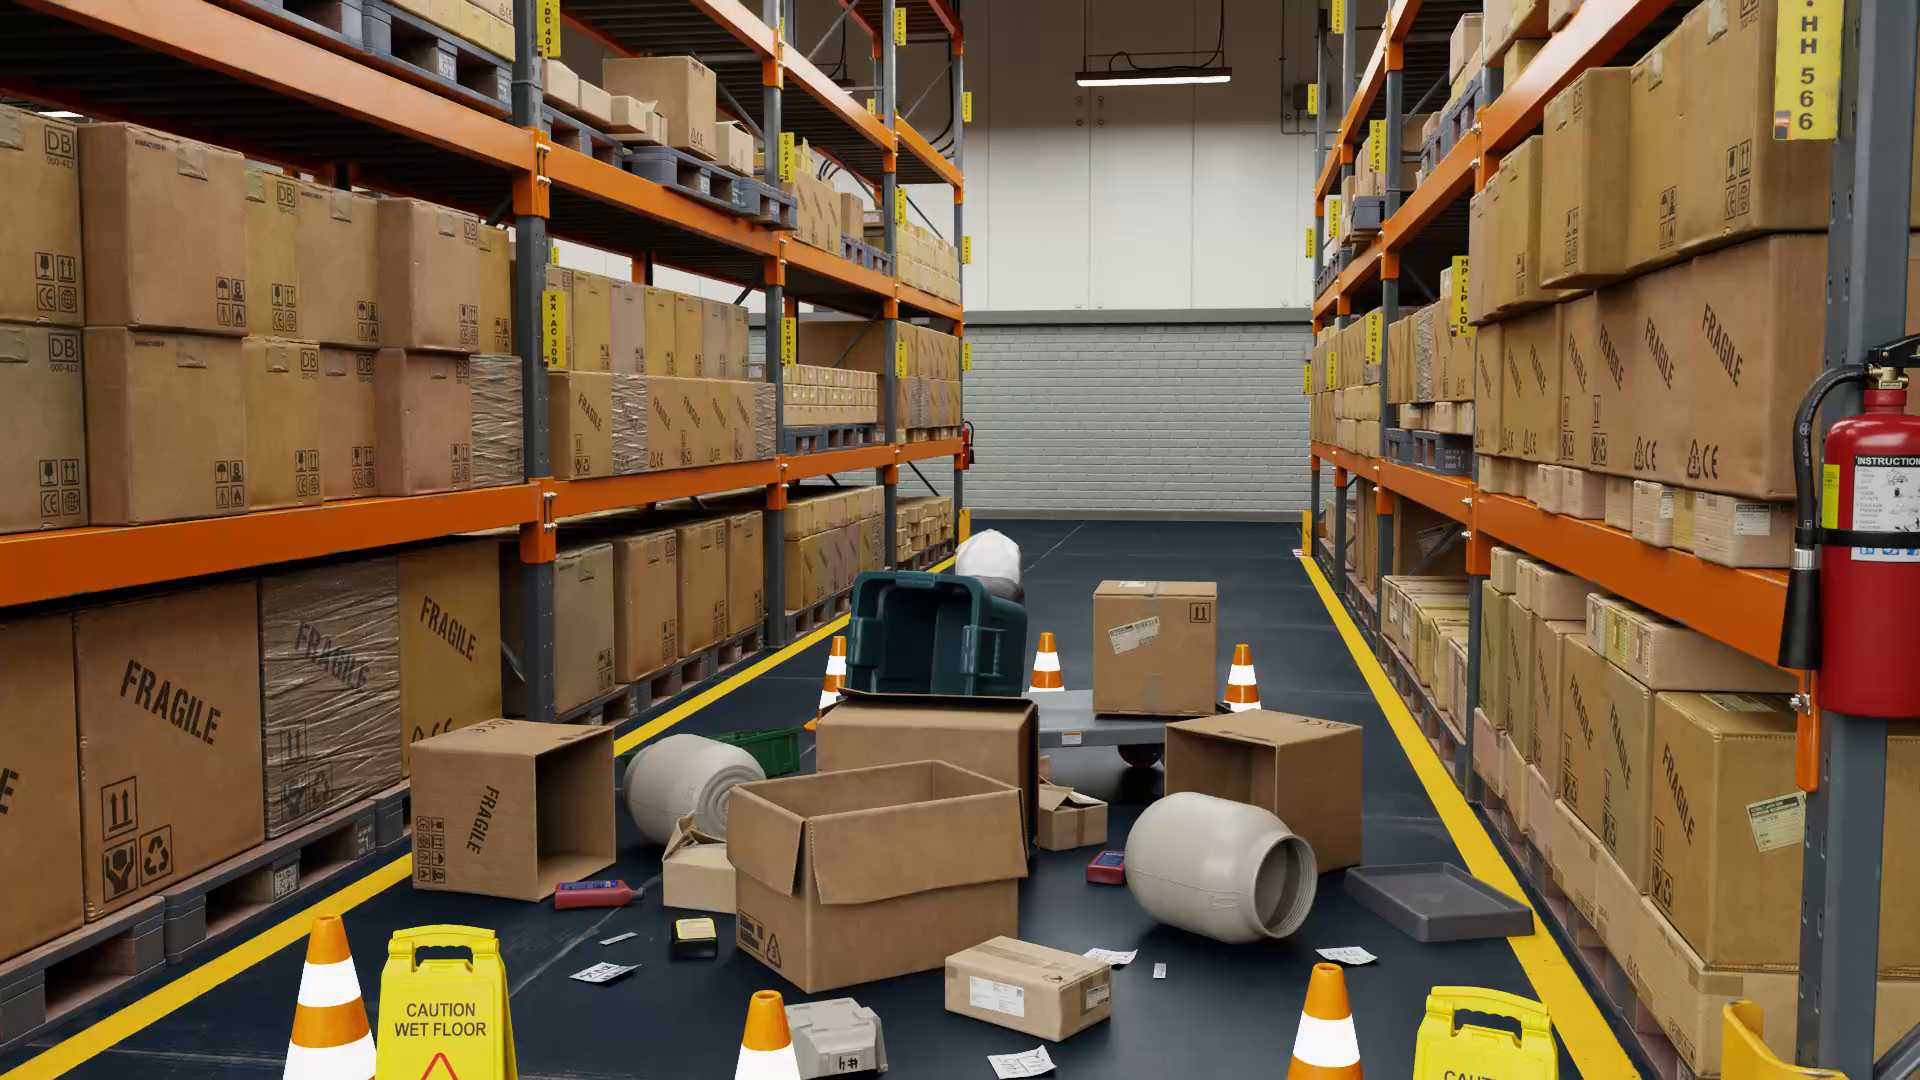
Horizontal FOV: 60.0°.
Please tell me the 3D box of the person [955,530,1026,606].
[{"bbox_3d":[0.206,0.346,11.643,0.508,0.791,0.983,1,4,7],"label":"person"}]
